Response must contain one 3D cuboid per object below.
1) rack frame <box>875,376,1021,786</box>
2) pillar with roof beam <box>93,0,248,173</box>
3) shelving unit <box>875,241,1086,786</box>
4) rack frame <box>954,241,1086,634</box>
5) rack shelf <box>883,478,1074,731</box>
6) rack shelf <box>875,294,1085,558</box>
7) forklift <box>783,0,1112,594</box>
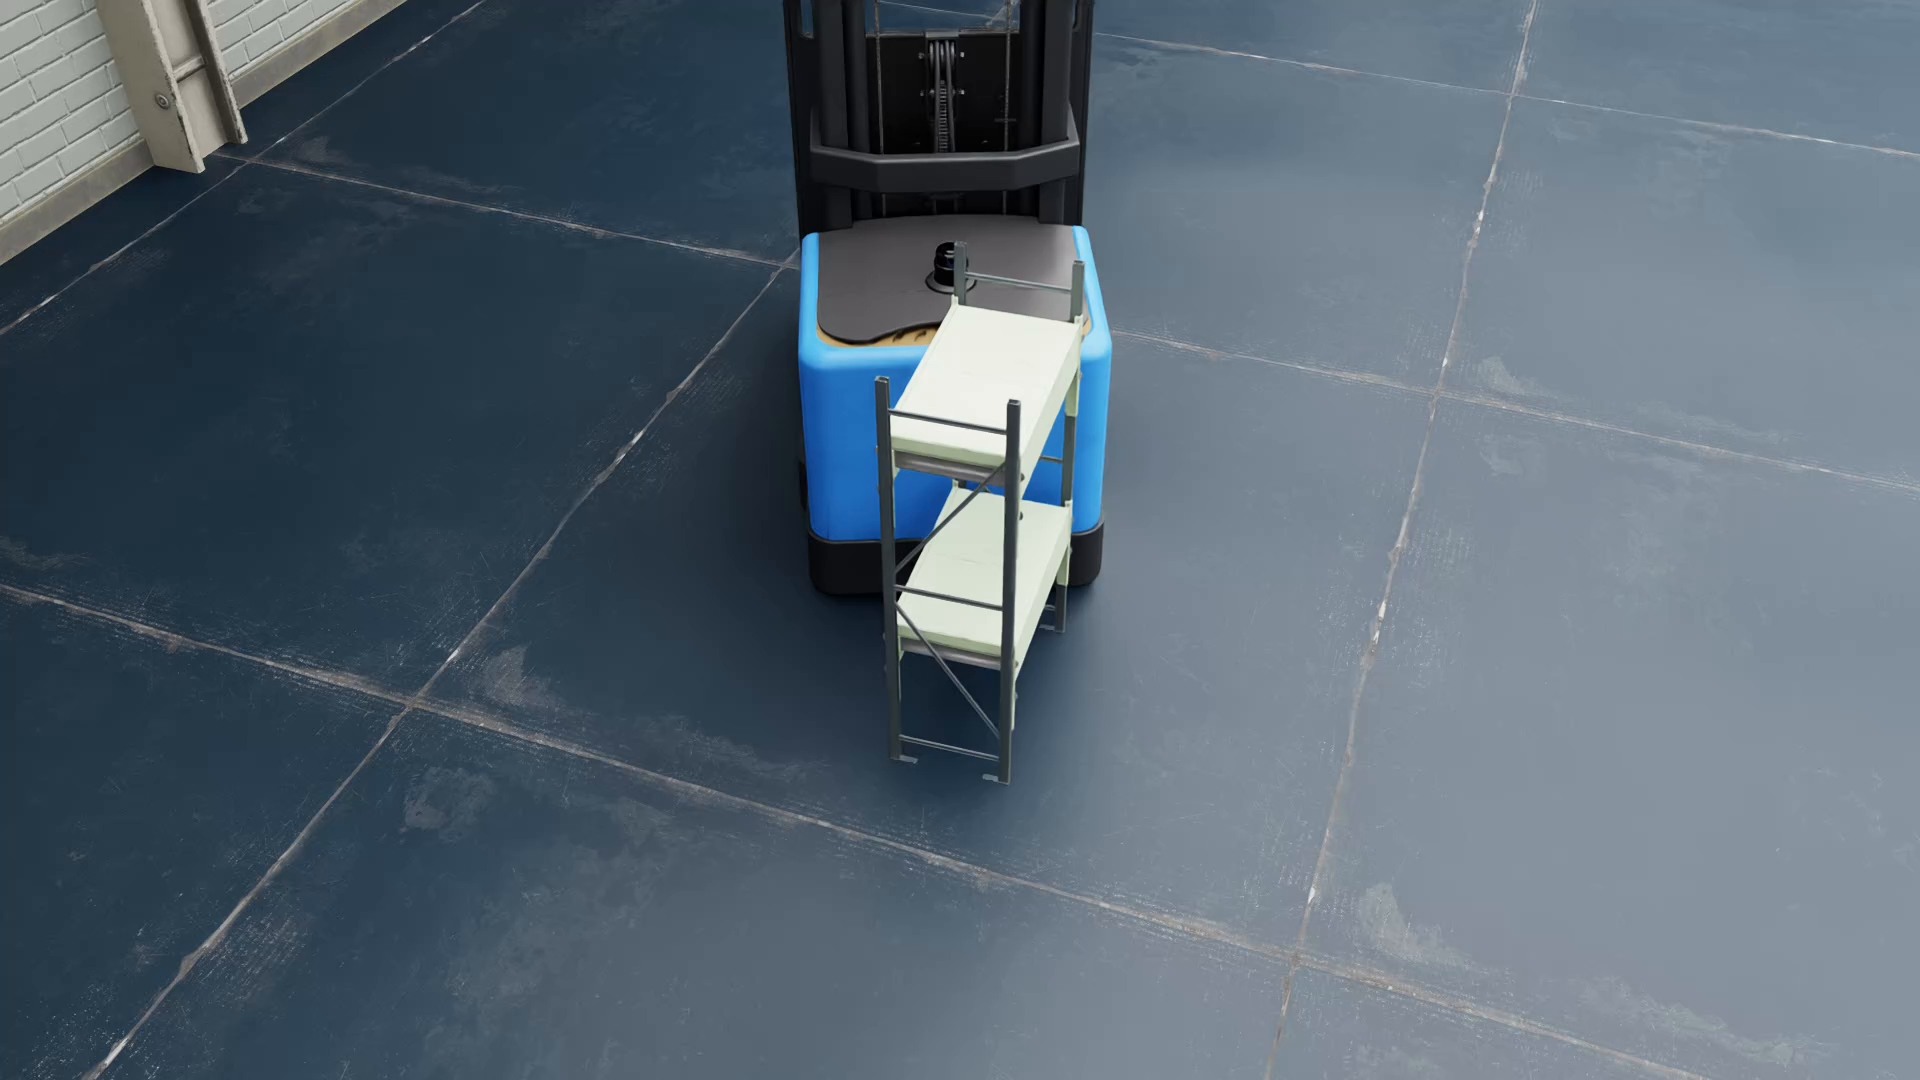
[{"bbox_3d":[-0.033,0.174,4.891,0.400,1.500,0.023,11,42,13],"label":"rack frame"},{"bbox_3d":[0.109,-4.480,4.567,9.100,9.000,0.400,13,42,15],"label":"pillar with roof beam"},{"bbox_3d":[0.071,-0.054,5.158,0.431,1.500,0.755,11,42,13],"label":"shelving unit"},{"bbox_3d":[0.176,-0.282,5.425,0.400,1.500,0.023,11,42,13],"label":"rack frame"},{"bbox_3d":[0.071,0.194,5.369,0.431,0.370,0.720,11,42,13],"label":"rack shelf"},{"bbox_3d":[0.071,-0.351,4.905,0.431,0.370,0.720,11,42,13],"label":"rack shelf"},{"bbox_3d":[-0.089,-1.863,6.175,1.130,2.935,3.031,-2,41,-2],"label":"forklift"}]
